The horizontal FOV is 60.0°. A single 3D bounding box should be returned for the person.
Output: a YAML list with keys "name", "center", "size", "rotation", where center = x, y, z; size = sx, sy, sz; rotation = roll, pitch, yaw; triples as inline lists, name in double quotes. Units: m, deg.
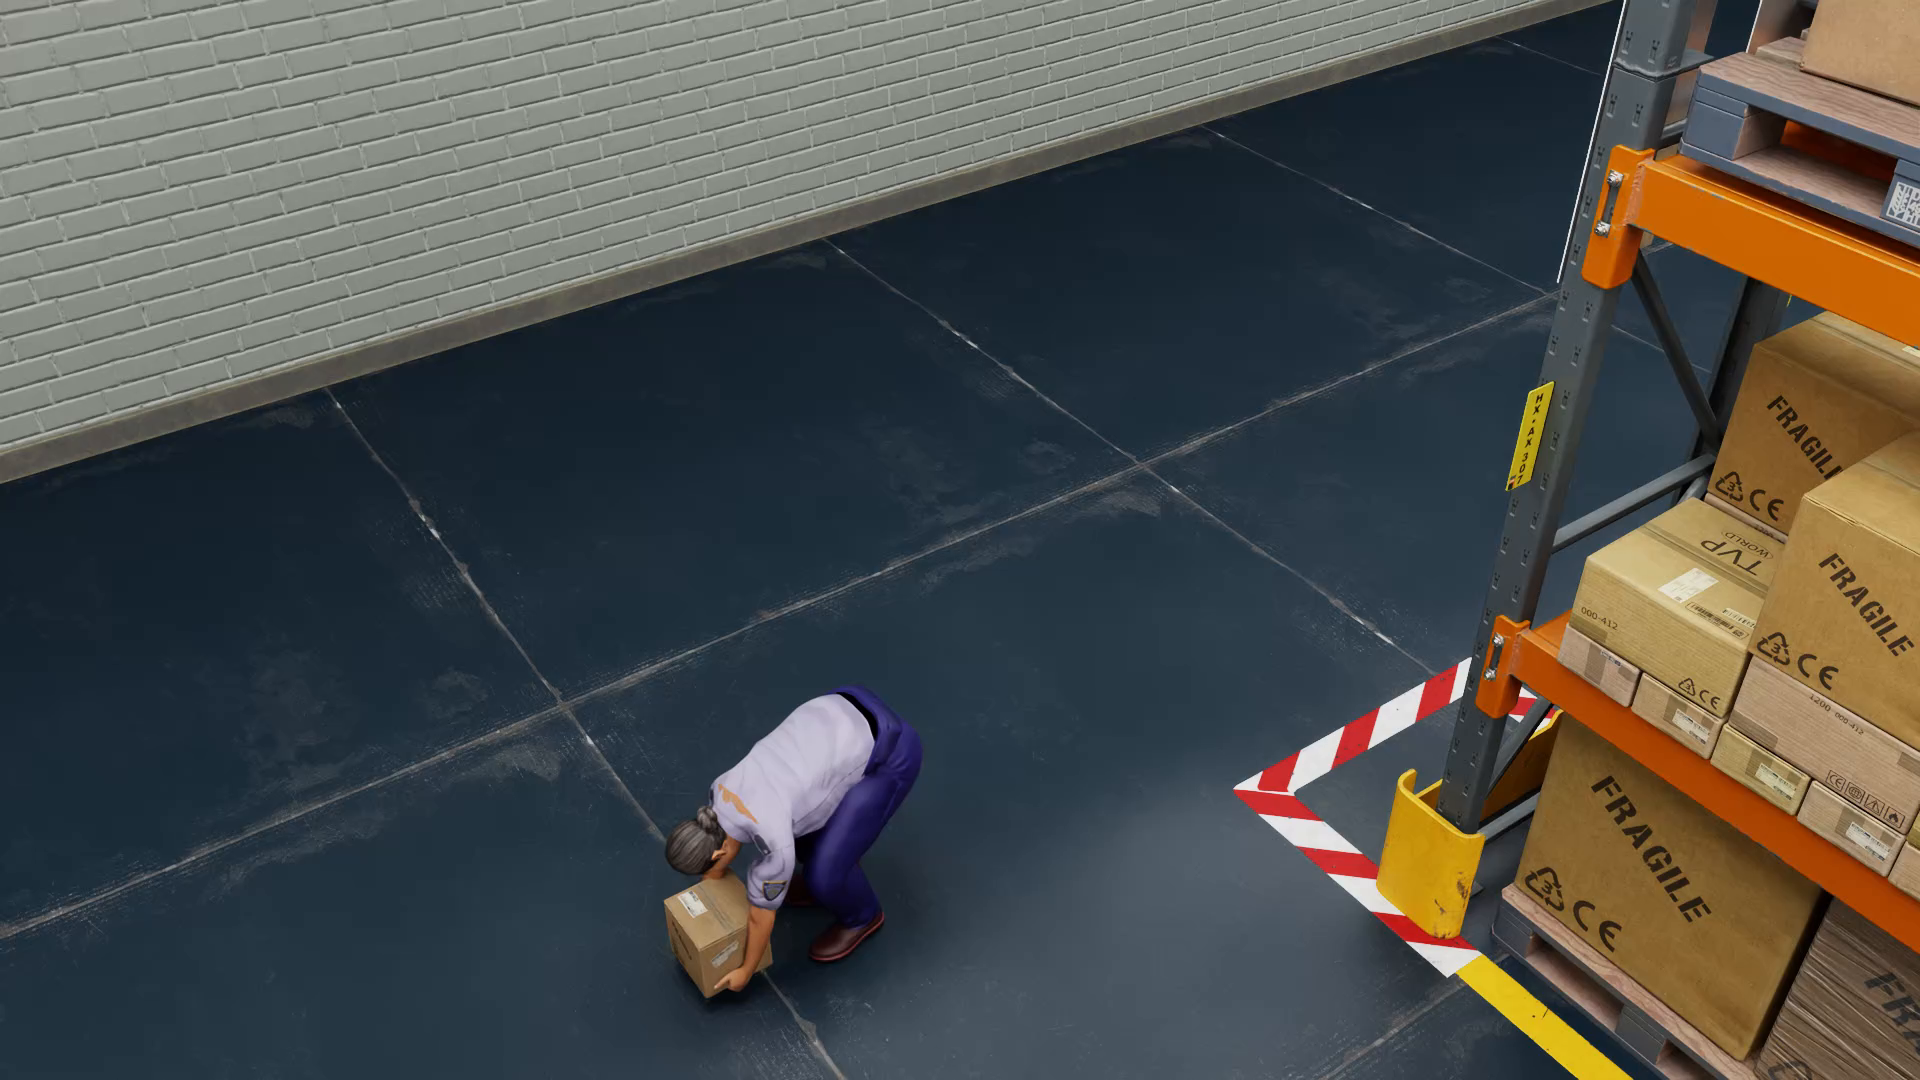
- name: "person"
  center: [-0.567, 0.999, 5.449]
  size: [0.840, 0.895, 0.500]
  rotation: [-25, 43, -30]
